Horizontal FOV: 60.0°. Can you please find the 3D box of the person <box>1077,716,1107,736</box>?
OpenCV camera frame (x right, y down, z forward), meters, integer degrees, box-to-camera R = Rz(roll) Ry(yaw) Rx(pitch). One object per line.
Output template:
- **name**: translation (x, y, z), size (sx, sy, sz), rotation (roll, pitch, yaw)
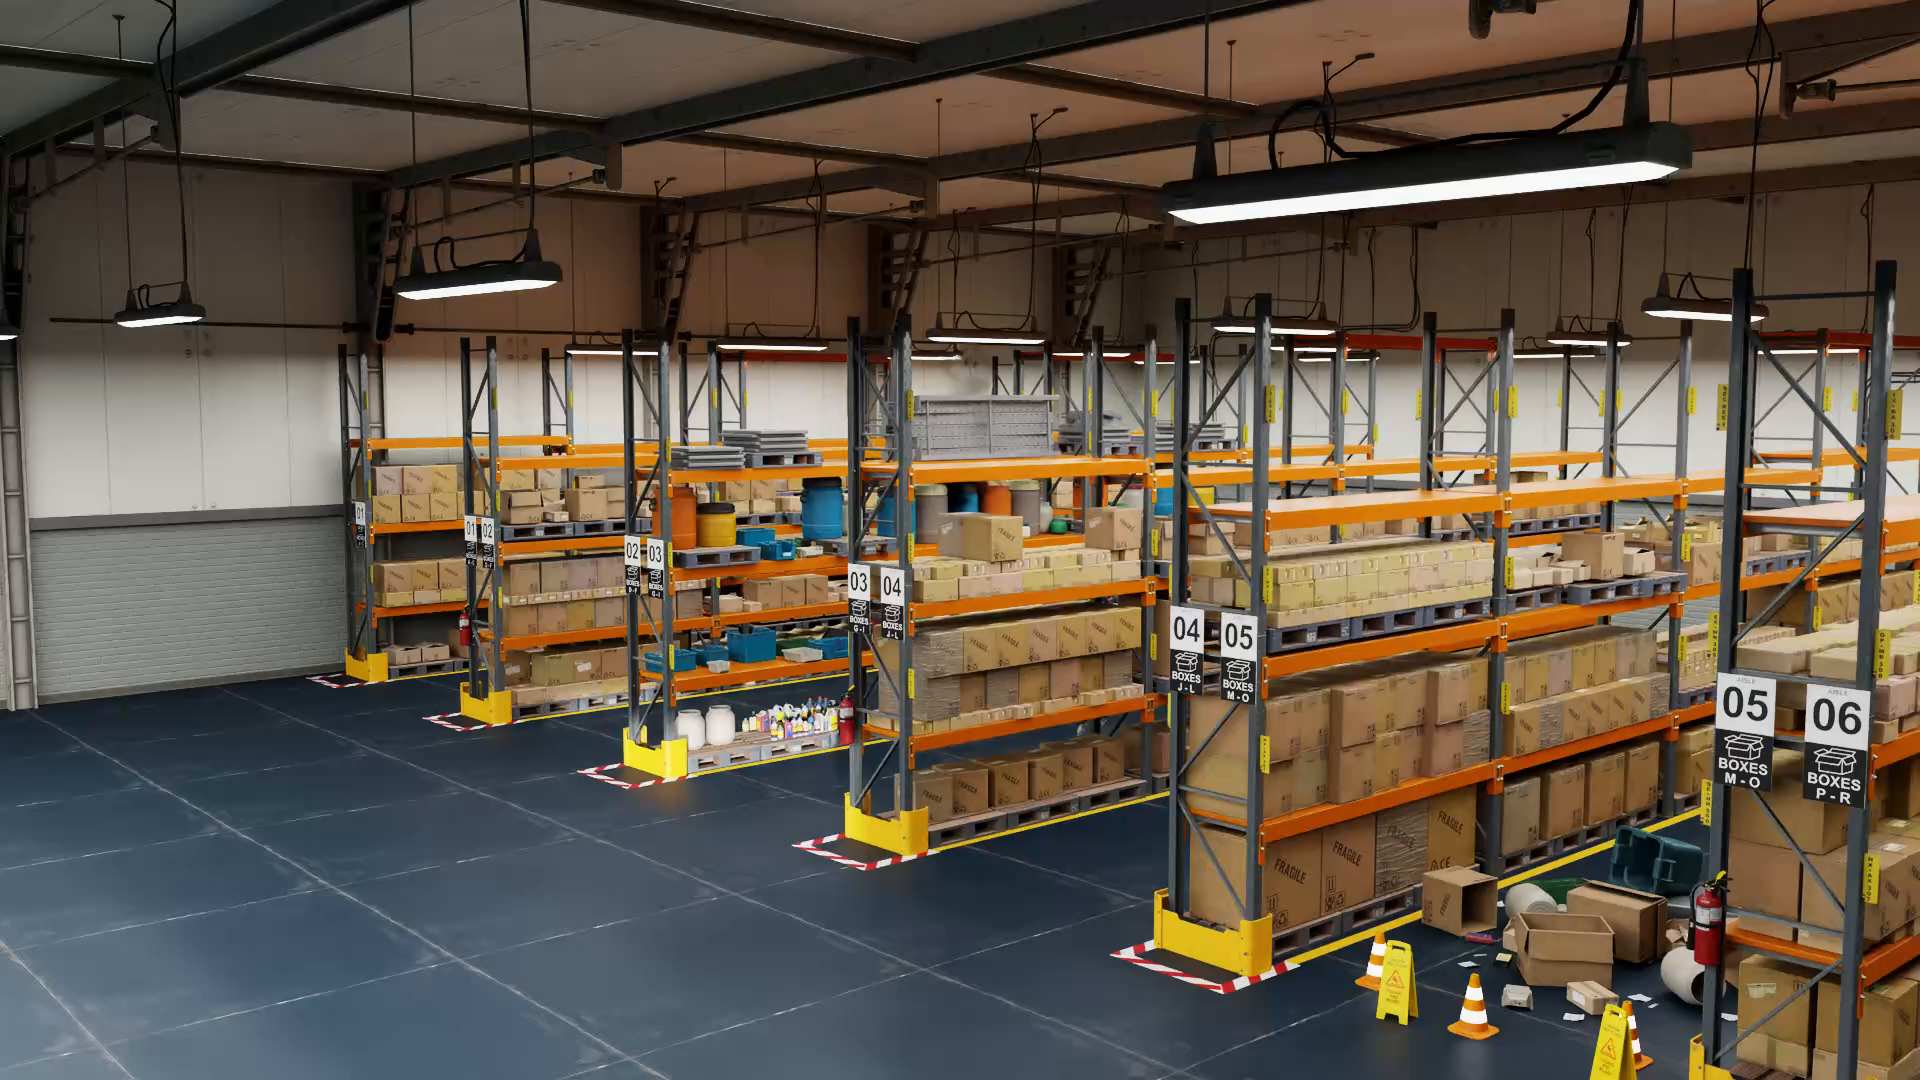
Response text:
- **person**: translation (1.861, 1.956, 23.829), size (0.503, 1.684, 0.679), rotation (4, 6, 37)
